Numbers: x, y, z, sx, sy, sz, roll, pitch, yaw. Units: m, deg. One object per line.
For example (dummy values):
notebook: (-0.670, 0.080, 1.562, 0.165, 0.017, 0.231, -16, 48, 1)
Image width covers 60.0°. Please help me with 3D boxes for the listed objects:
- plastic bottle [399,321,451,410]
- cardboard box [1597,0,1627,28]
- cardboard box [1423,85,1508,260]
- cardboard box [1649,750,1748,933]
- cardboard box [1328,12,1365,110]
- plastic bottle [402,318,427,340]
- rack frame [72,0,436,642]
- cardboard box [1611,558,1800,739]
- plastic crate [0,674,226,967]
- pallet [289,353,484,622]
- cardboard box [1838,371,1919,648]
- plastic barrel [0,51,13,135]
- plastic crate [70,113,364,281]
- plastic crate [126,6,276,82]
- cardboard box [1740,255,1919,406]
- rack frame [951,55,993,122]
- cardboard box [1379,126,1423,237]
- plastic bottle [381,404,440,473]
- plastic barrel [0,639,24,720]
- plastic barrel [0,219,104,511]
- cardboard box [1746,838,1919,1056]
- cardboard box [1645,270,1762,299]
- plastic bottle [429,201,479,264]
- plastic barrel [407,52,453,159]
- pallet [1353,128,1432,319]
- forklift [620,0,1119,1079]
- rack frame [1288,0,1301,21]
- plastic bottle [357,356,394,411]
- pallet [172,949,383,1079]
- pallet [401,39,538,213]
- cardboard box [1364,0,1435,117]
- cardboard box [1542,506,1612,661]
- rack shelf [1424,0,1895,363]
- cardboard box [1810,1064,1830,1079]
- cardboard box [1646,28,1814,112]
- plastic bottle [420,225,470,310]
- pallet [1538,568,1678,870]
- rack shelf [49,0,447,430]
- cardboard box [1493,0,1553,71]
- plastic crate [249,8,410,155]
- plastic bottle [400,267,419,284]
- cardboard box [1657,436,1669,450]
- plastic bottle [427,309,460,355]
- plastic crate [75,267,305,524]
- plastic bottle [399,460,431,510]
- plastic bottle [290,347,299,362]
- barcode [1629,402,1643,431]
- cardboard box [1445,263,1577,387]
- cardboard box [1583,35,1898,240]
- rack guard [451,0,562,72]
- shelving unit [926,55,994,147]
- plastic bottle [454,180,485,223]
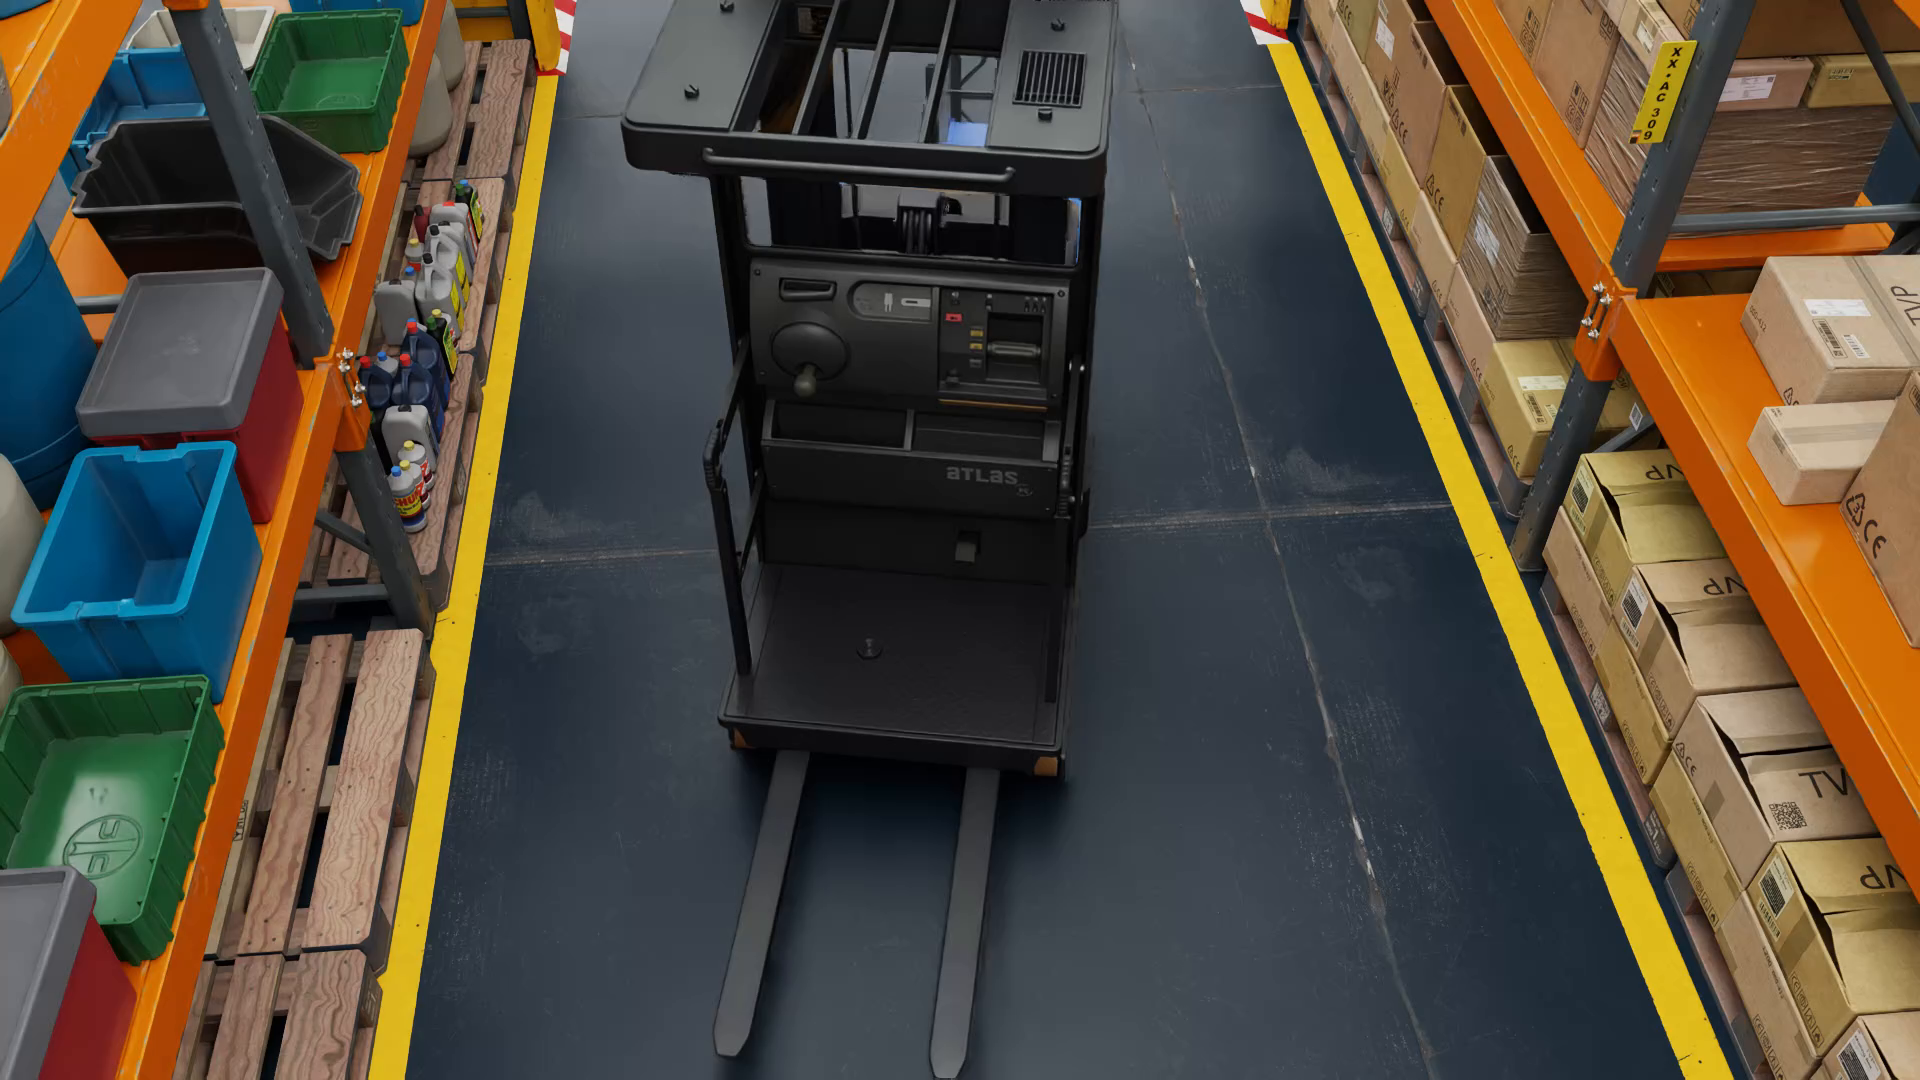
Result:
plastic bottle: (-2.052, -0.670, 6.340, 0.144, 0.351, 0.185, -5, 47, -5)
cardboard box: (2.274, -1.792, 5.366, 0.380, 0.149, 0.250, -5, 47, -4)
cardboard box: (2.221, -1.486, 6.679, 0.500, 0.500, 0.500, -3, 47, -3)
cardboard box: (2.428, 0.870, 4.965, 0.500, 0.250, 0.500, -5, 47, -5)
cardboard box: (2.088, -2.312, 7.979, 0.500, 0.250, 0.500, -3, 47, -3)
plastic bottle: (-2.102, -0.747, 6.468, 0.097, 0.271, 0.097, 0, 47, 0)
rack frame: (-2.382, -0.684, 4.832, 1.000, 3.000, 0.127, -3, 47, -3)
cardboard box: (2.377, 0.302, 5.116, 0.500, 0.311, 0.500, -4, 47, -4)
plastic crate: (-1.955, 0.632, 3.732, 0.450, 0.188, 0.662, -3, 47, -3)
pallet: (-2.397, -0.214, 6.307, 1.003, 0.211, 1.213, -3, 47, -3)
cardboard box: (2.646, -0.079, 4.190, 0.500, 0.500, 0.500, 0, 47, 0)
plastic barrel: (-2.069, -1.060, 2.777, 0.600, 0.901, 0.600, 0, 47, 0)
plastic crate: (-2.300, -1.049, 5.221, 0.767, 0.338, 0.504, -3, 47, -3)
plastic crate: (-2.771, -1.753, 6.026, 0.530, 0.136, 0.437, -3, 47, -3)
cardboard box: (2.639, -0.577, 4.834, 0.500, 0.250, 0.500, -1, 47, -1)
rack frame: (0.211, -1.850, 6.969, 0.500, 1.500, 0.032, 3, 47, 3)
cardboard box: (2.166, -1.589, 7.293, 0.500, 0.250, 0.500, -3, 47, -3)
plastic bottle: (-2.027, -0.388, 6.125, 0.152, 0.276, 0.135, -2, 47, -2)
plastic barrel: (-2.425, 0.330, 3.966, 0.301, 0.262, 0.301, 0, 47, 0)
plastic barrel: (-2.652, -0.559, 4.368, 0.600, 0.901, 0.708, -3, 47, -3)
cardboard box: (2.470, 1.052, 4.406, 0.500, 0.311, 0.500, -2, 47, -2)
cardboard box: (2.827, -0.794, 6.024, 0.500, 0.500, 0.500, -3, 47, -3)
plastic bottle: (-2.133, -1.307, 6.995, 0.152, 0.276, 0.135, -3, 47, -3)
plastic barrel: (-2.544, -2.033, 7.534, 0.421, 0.512, 0.421, 0, 47, 0)
pallet: (2.424, -1.486, 7.512, 1.003, 0.211, 1.213, -3, 47, -3)
forklift: (-0.173, -0.497, 4.702, 1.130, 2.935, 3.031, 5, 47, 4)
rack frame: (2.219, -3.877, 7.855, 1.000, 3.000, 0.127, -3, 47, -3)
plastic bottle: (-2.180, -0.525, 6.203, 0.144, 0.351, 0.185, -3, 47, -3)
pallet: (-2.173, 1.725, 4.471, 1.003, 0.211, 1.213, -3, 47, -3)
pallet: (-2.601, -1.979, 7.979, 1.003, 0.211, 1.213, -3, 47, -3)
cardboard box: (2.141, -2.209, 7.364, 0.500, 0.500, 0.500, -3, 47, -3)
cardboard box: (2.341, 0.125, 5.670, 0.500, 0.250, 0.500, -5, 47, -4)
rack shelf: (2.386, -2.182, 6.746, 1.077, 0.370, 4.000, -3, 47, -3)
cardboard box: (2.516, 1.610, 4.264, 0.500, 0.250, 0.500, -3, 47, -2)
cardboard box: (2.318, -1.424, 5.017, 0.380, 0.149, 0.250, -4, 47, -3)
plastic bottle: (-2.104, -1.113, 6.759, 0.144, 0.351, 0.185, -2, 47, -2)
pallet: (2.654, 0.507, 5.624, 1.003, 0.211, 1.213, -3, 47, -3)
rack shelf: (-2.550, -1.884, 6.464, 1.077, 0.370, 4.000, -3, 47, -3)
cardboard box: (2.422, -2.082, 6.087, 0.700, 0.500, 0.500, -3, 47, -3)
plastic crate: (-2.215, -1.611, 5.855, 0.450, 0.188, 0.662, -3, 47, -3)
plastic bottle: (-2.220, -1.022, 6.776, 0.097, 0.201, 0.097, 0, 47, 0)
cardboard box: (2.817, -0.535, 6.296, 0.500, 0.250, 0.500, -3, 47, -3)
plastic bottle: (-2.053, -0.825, 6.590, 0.097, 0.201, 0.097, 0, 47, 0)
plastic crate: (-2.037, -0.374, 4.495, 0.402, 0.464, 0.583, -3, 47, -3)
plastic bottle: (-1.981, -0.204, 6.001, 0.097, 0.201, 0.097, 0, 47, 0)
plastic bottle: (-2.670, -0.847, 6.554, 0.061, 0.283, 0.133, -3, 47, -3)
barcode: (2.160, -0.394, 5.315, 0.001, 0.075, 0.075, -3, 47, -3)
cardboard box: (2.265, -0.866, 6.609, 0.500, 0.250, 0.500, -3, 47, -3)
cardboard box: (2.510, -1.338, 5.382, 0.700, 0.500, 0.500, -5, 47, -4)
rack guard: (-2.664, -2.667, 8.431, 1.175, 0.500, 0.348, -3, 47, -3)
shelving unit: (0.172, -1.482, 6.621, 0.538, 1.500, 1.048, 3, 47, 3)
plastic bottle: (-2.127, -1.465, 7.196, 0.097, 0.201, 0.097, 0, 47, 0)
